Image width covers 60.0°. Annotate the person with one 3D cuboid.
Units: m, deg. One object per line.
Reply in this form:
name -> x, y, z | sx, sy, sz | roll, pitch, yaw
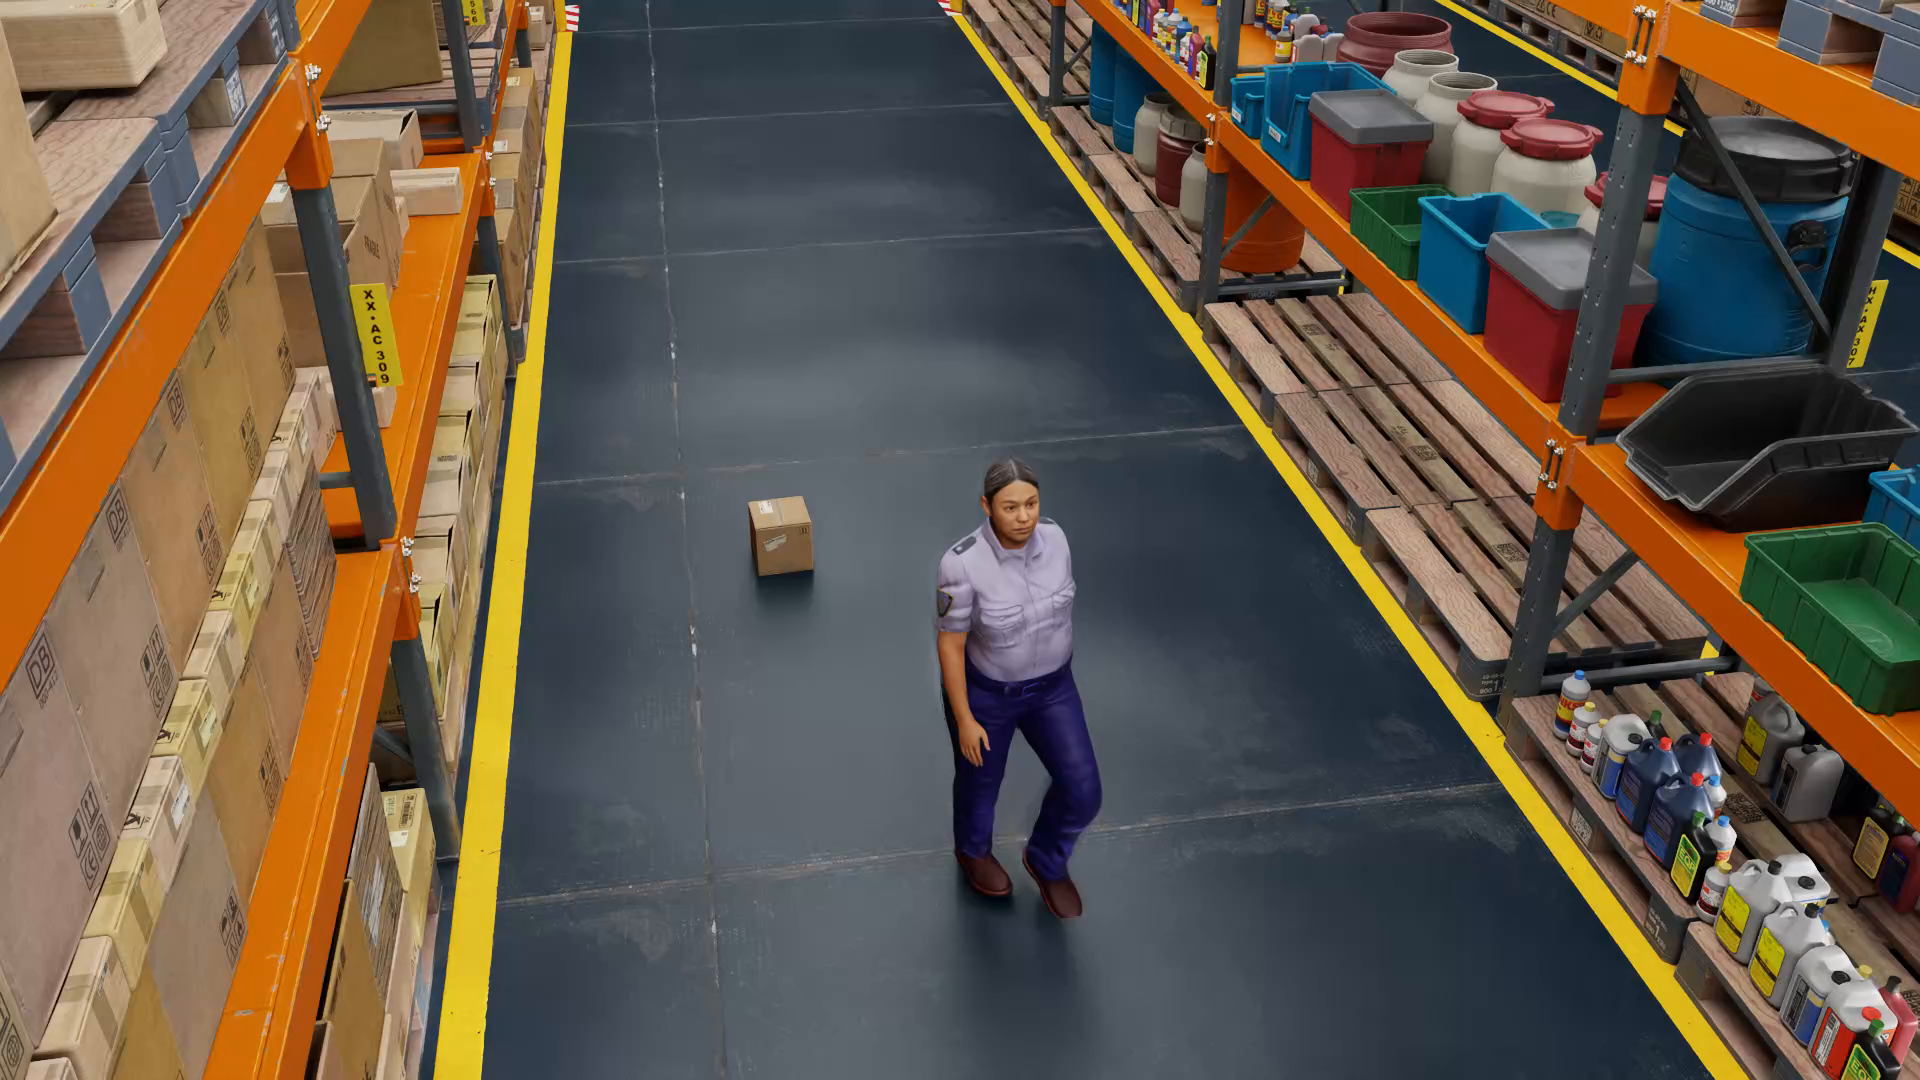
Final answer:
person -> 0.175, 0.520, 5.291 | 0.523, 1.702, 0.526 | -14, 34, -22
